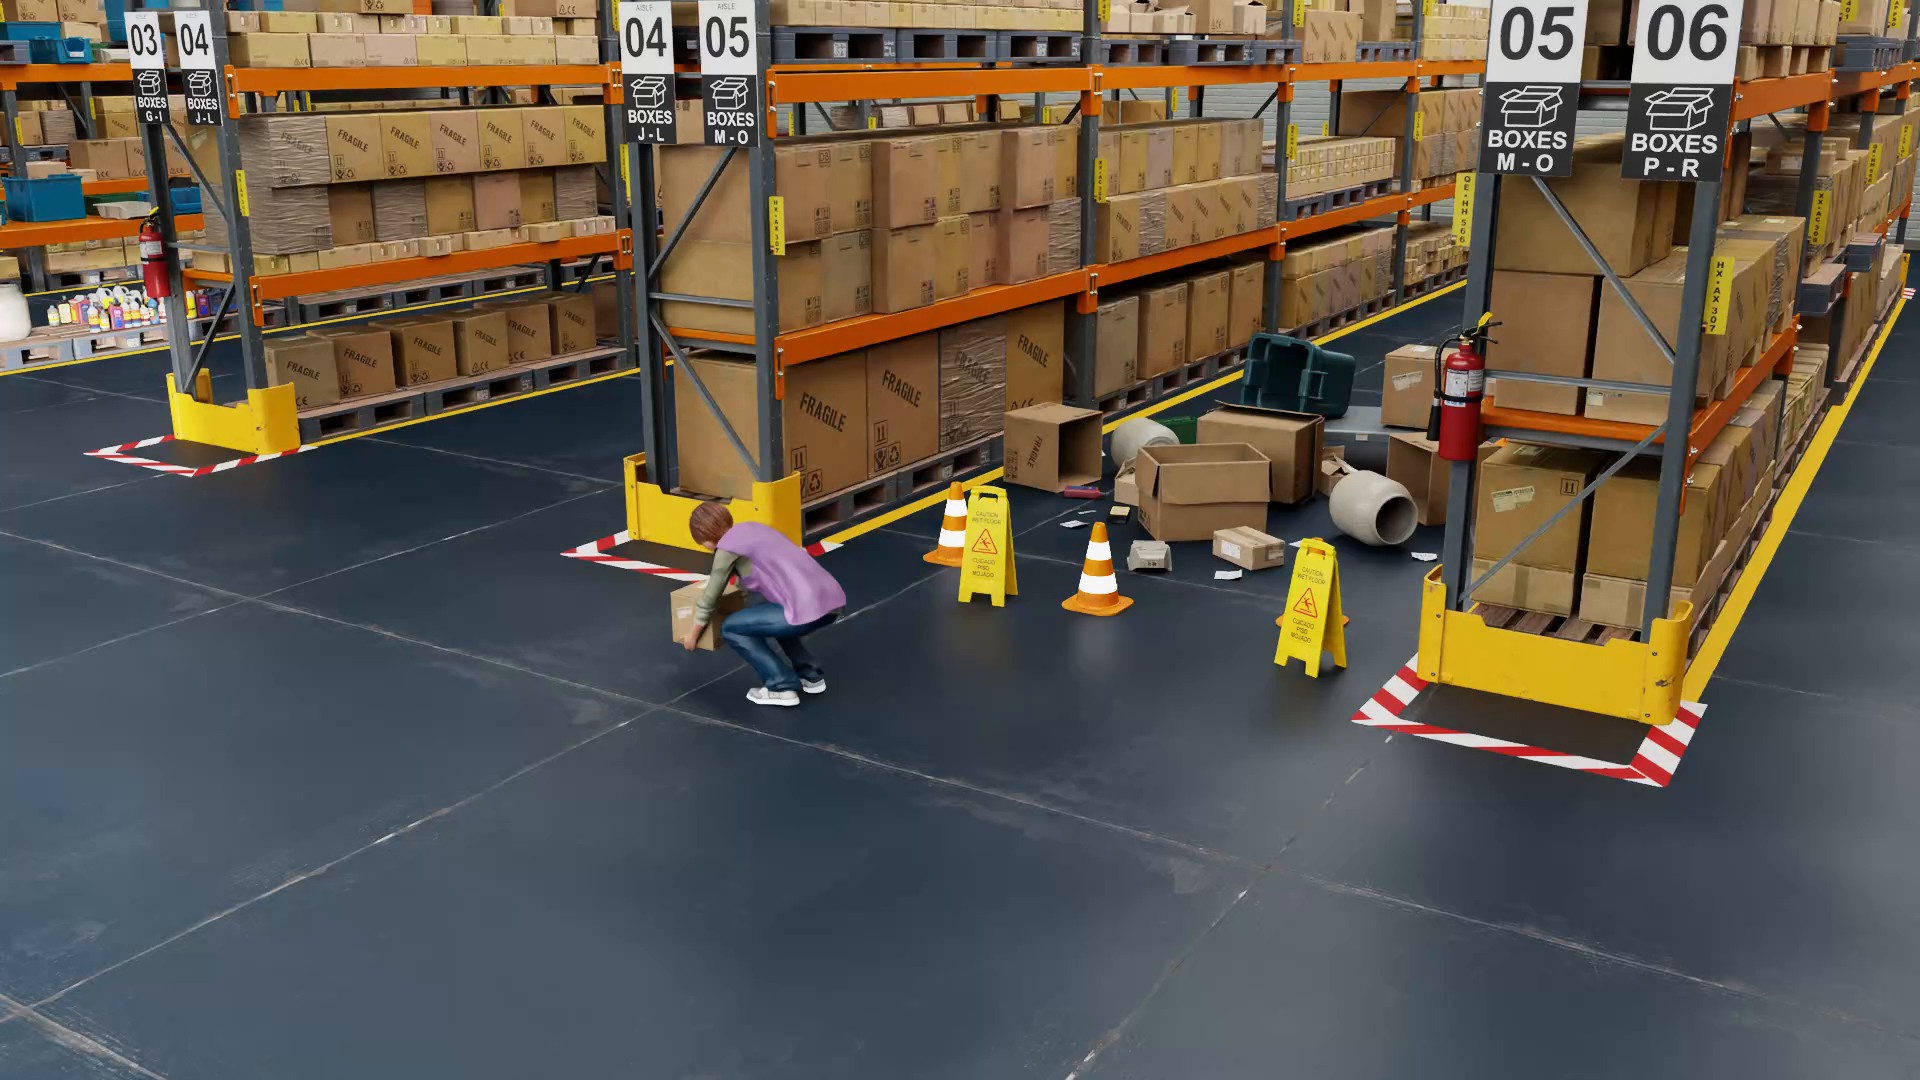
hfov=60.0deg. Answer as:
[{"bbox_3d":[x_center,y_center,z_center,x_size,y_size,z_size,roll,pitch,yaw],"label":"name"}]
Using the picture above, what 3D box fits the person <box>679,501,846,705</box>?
[{"bbox_3d":[-0.926,0.288,7.803,0.829,0.911,0.420,9,19,29],"label":"person"}]
